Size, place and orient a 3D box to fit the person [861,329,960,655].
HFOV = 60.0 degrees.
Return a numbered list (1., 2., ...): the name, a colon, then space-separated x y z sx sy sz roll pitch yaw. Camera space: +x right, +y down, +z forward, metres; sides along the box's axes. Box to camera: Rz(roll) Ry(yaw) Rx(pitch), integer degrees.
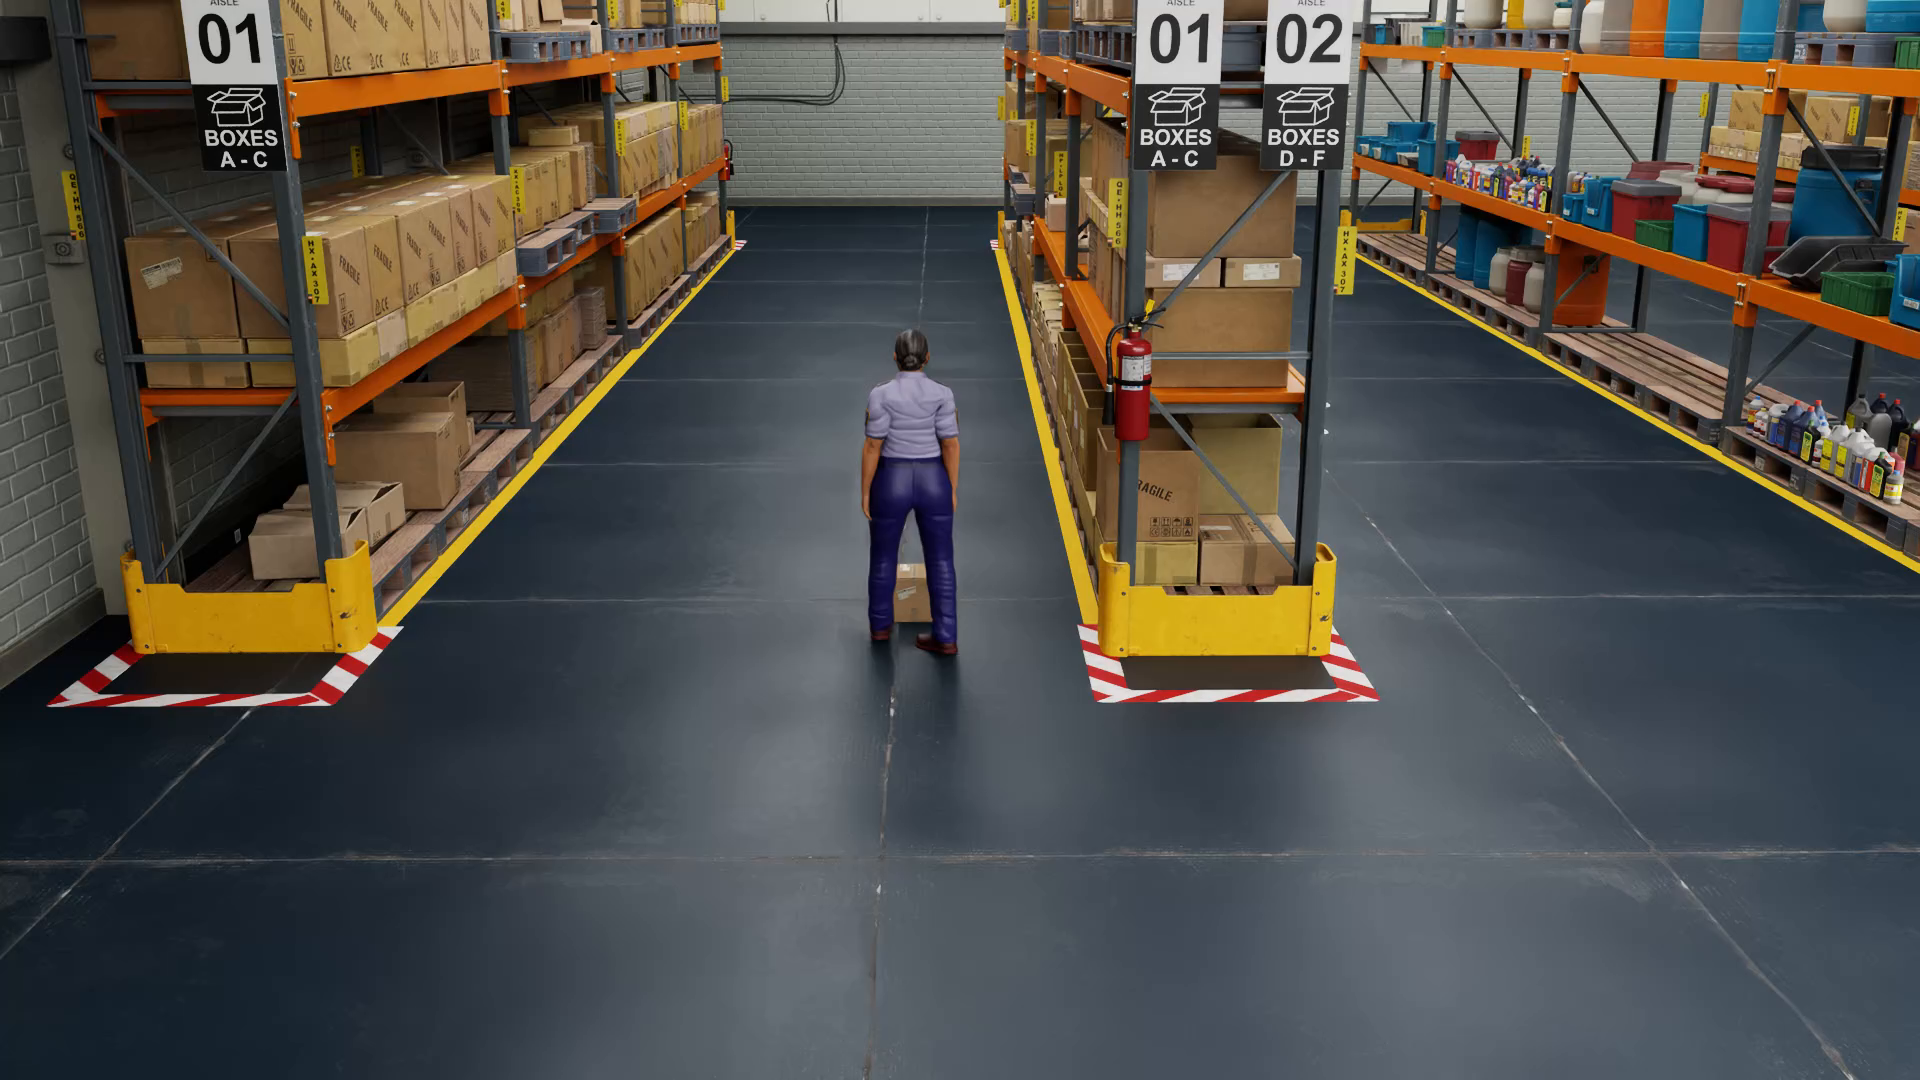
1. person: -0.258 -0.258 8.401 0.491 1.654 0.548 -2 17 -6
